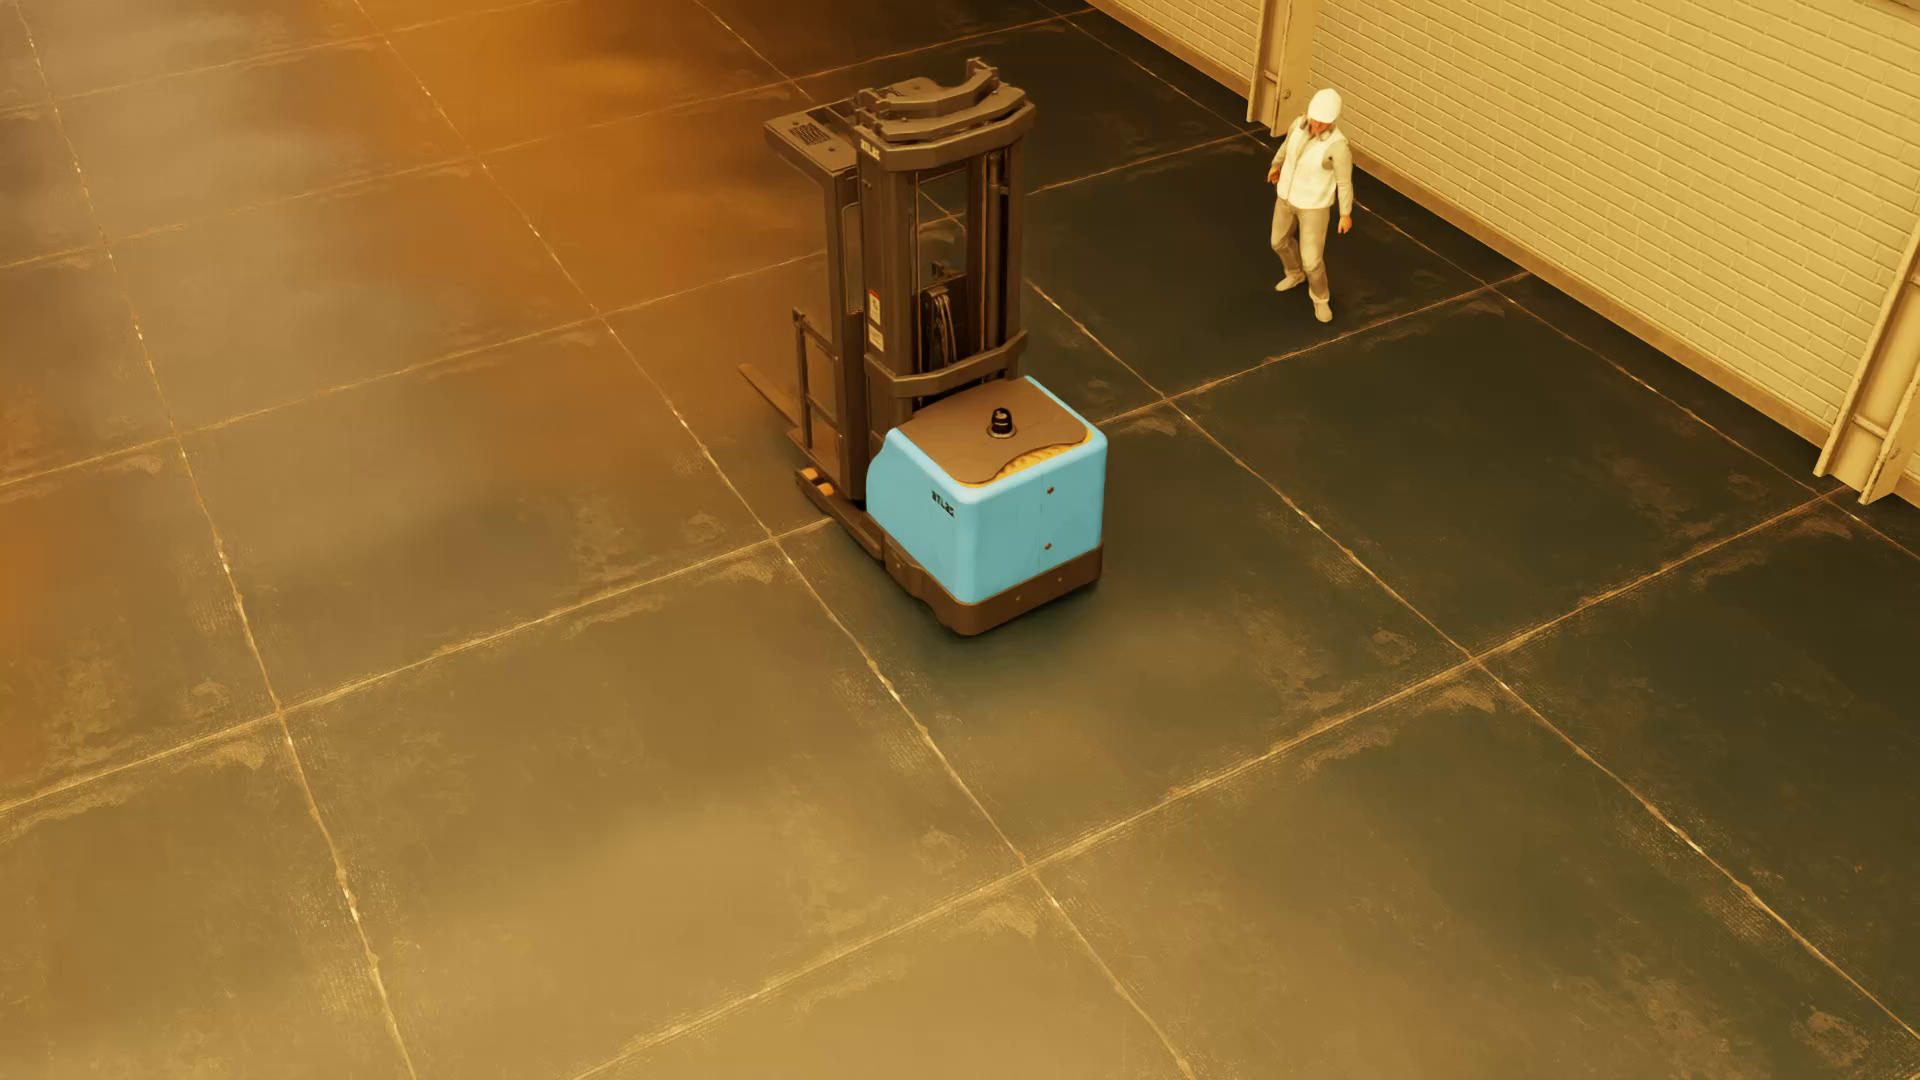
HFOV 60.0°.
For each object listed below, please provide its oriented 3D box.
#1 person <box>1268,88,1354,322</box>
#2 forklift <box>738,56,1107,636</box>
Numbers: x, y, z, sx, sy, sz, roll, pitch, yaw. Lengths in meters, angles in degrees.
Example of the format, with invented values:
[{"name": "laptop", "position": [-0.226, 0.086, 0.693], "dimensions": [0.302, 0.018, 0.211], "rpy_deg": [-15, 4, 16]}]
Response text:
[{"name": "person", "position": [2.520, -2.486, 12.027], "dimensions": [0.480, 1.752, 0.871], "rpy_deg": [-23, 45, -25]}, {"name": "forklift", "position": [-0.399, -1.481, 9.821], "dimensions": [1.130, 2.935, 3.031], "rpy_deg": [-24, 45, -26]}]
